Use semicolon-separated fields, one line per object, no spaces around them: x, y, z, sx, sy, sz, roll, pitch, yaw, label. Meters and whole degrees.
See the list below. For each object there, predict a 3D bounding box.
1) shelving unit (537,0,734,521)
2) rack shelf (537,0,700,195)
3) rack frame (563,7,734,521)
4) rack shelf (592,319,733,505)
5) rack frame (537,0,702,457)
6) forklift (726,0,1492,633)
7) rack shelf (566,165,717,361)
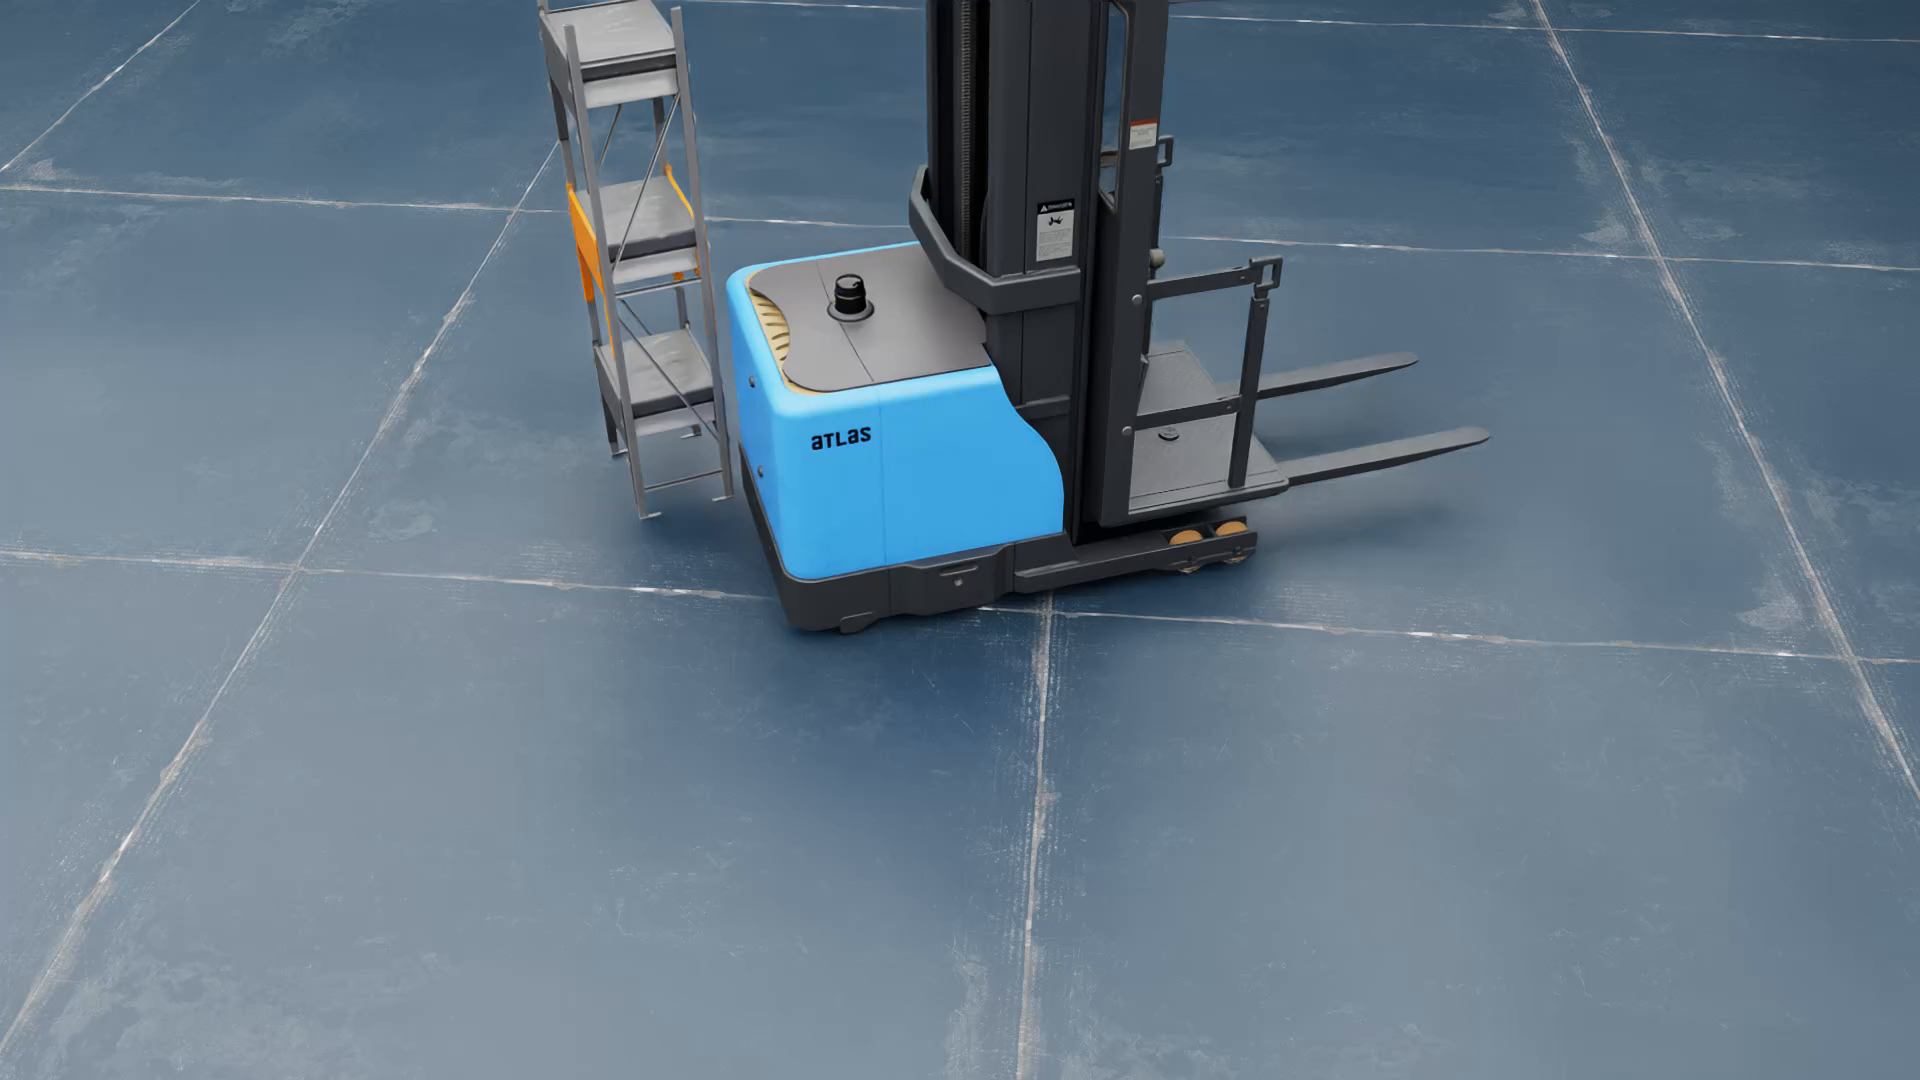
-1.228;-1.087;6.422;0.431;2.100;0.503;-15;41;-18;shelving unit
-1.228;-1.619;5.989;0.431;0.518;0.480;-15;41;-18;rack shelf
-1.133;-0.945;6.247;0.400;2.100;0.015;-15;41;-18;rack frame
-1.228;-0.533;6.872;0.431;0.518;0.480;-15;41;-18;rack shelf
-1.323;-1.229;6.596;0.400;2.100;0.015;-15;41;-18;rack frame
0.672;-1.319;6.048;3.031;2.935;1.130;-11;40;-13;forklift
-1.228;-1.076;6.430;0.431;0.518;0.480;-15;41;-18;rack shelf
